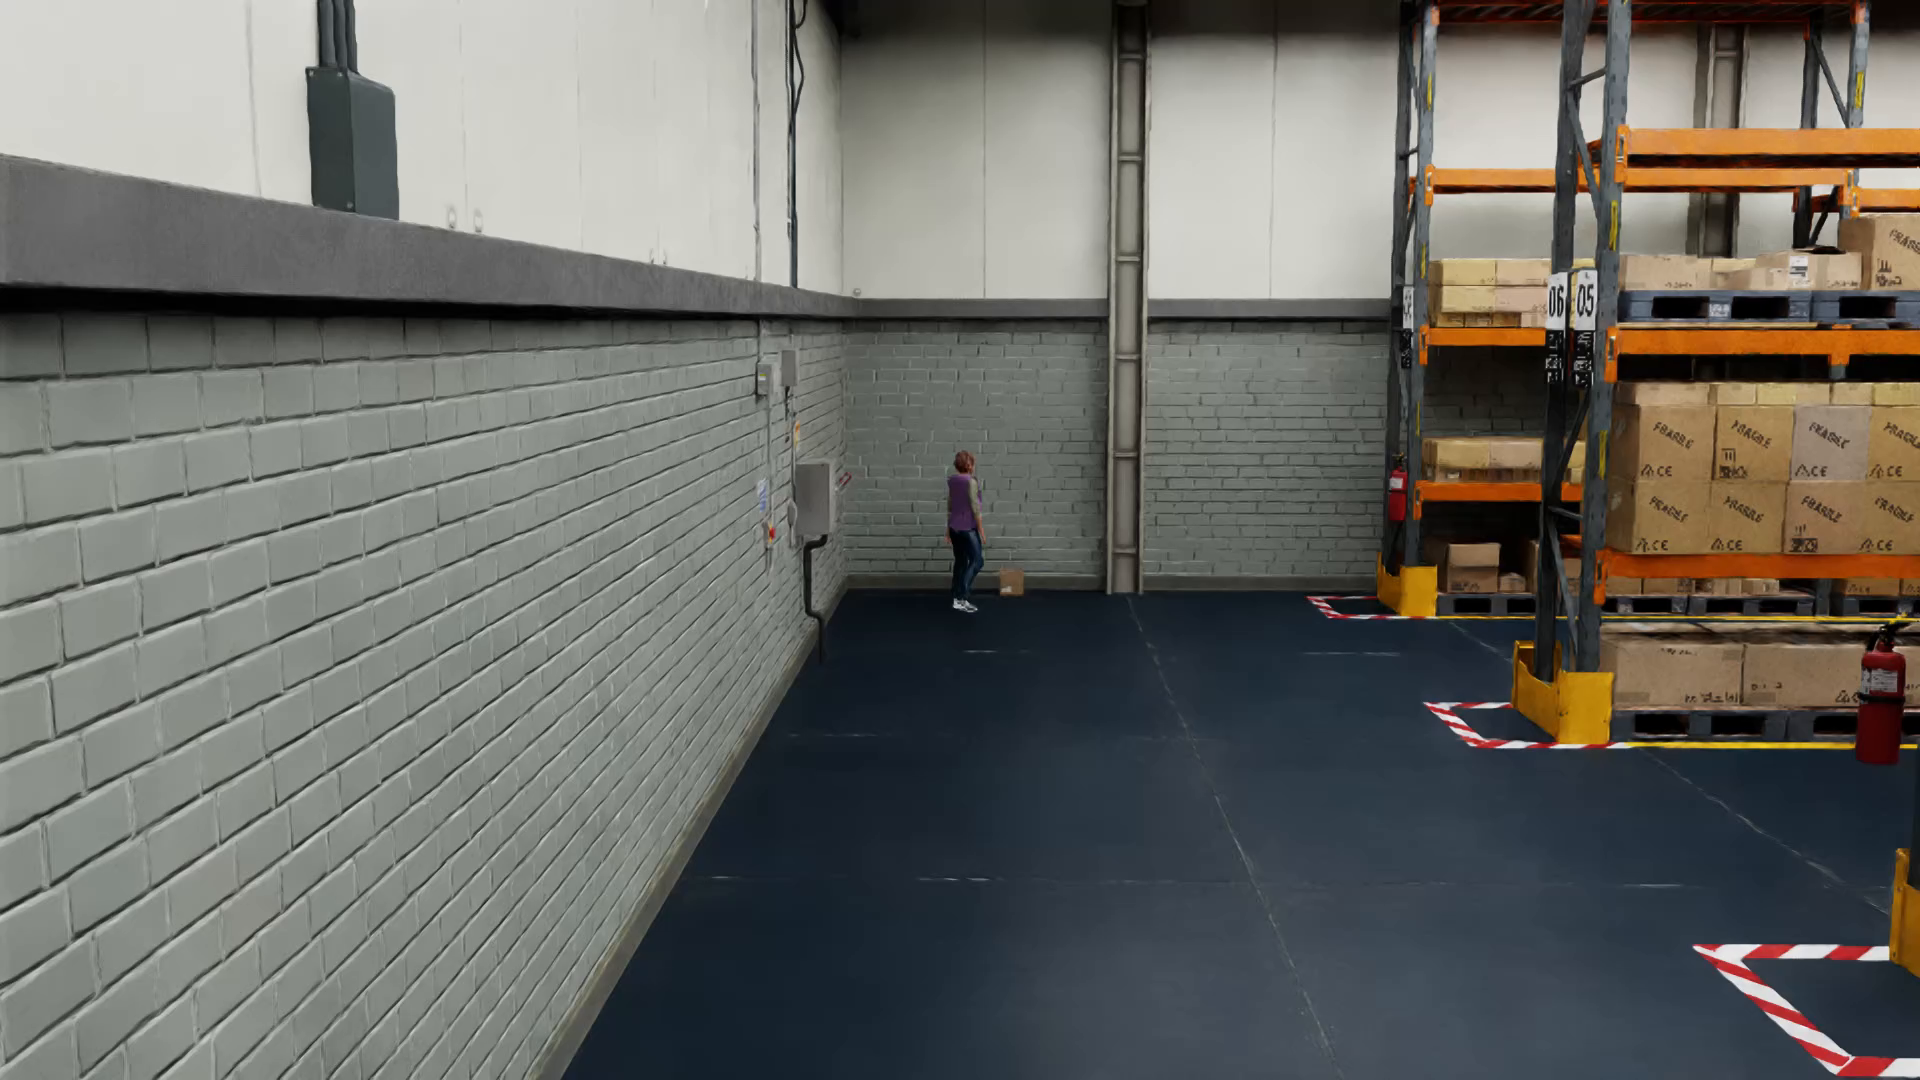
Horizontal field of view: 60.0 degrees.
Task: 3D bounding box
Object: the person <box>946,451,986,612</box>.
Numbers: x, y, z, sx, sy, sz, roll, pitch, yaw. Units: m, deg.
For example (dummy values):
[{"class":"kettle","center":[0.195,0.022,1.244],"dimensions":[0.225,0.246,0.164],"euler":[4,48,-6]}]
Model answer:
[{"class":"person","center":[0.054,-0.018,16.400],"dimensions":[0.458,1.476,0.601],"euler":[-5,9,-36]}]
